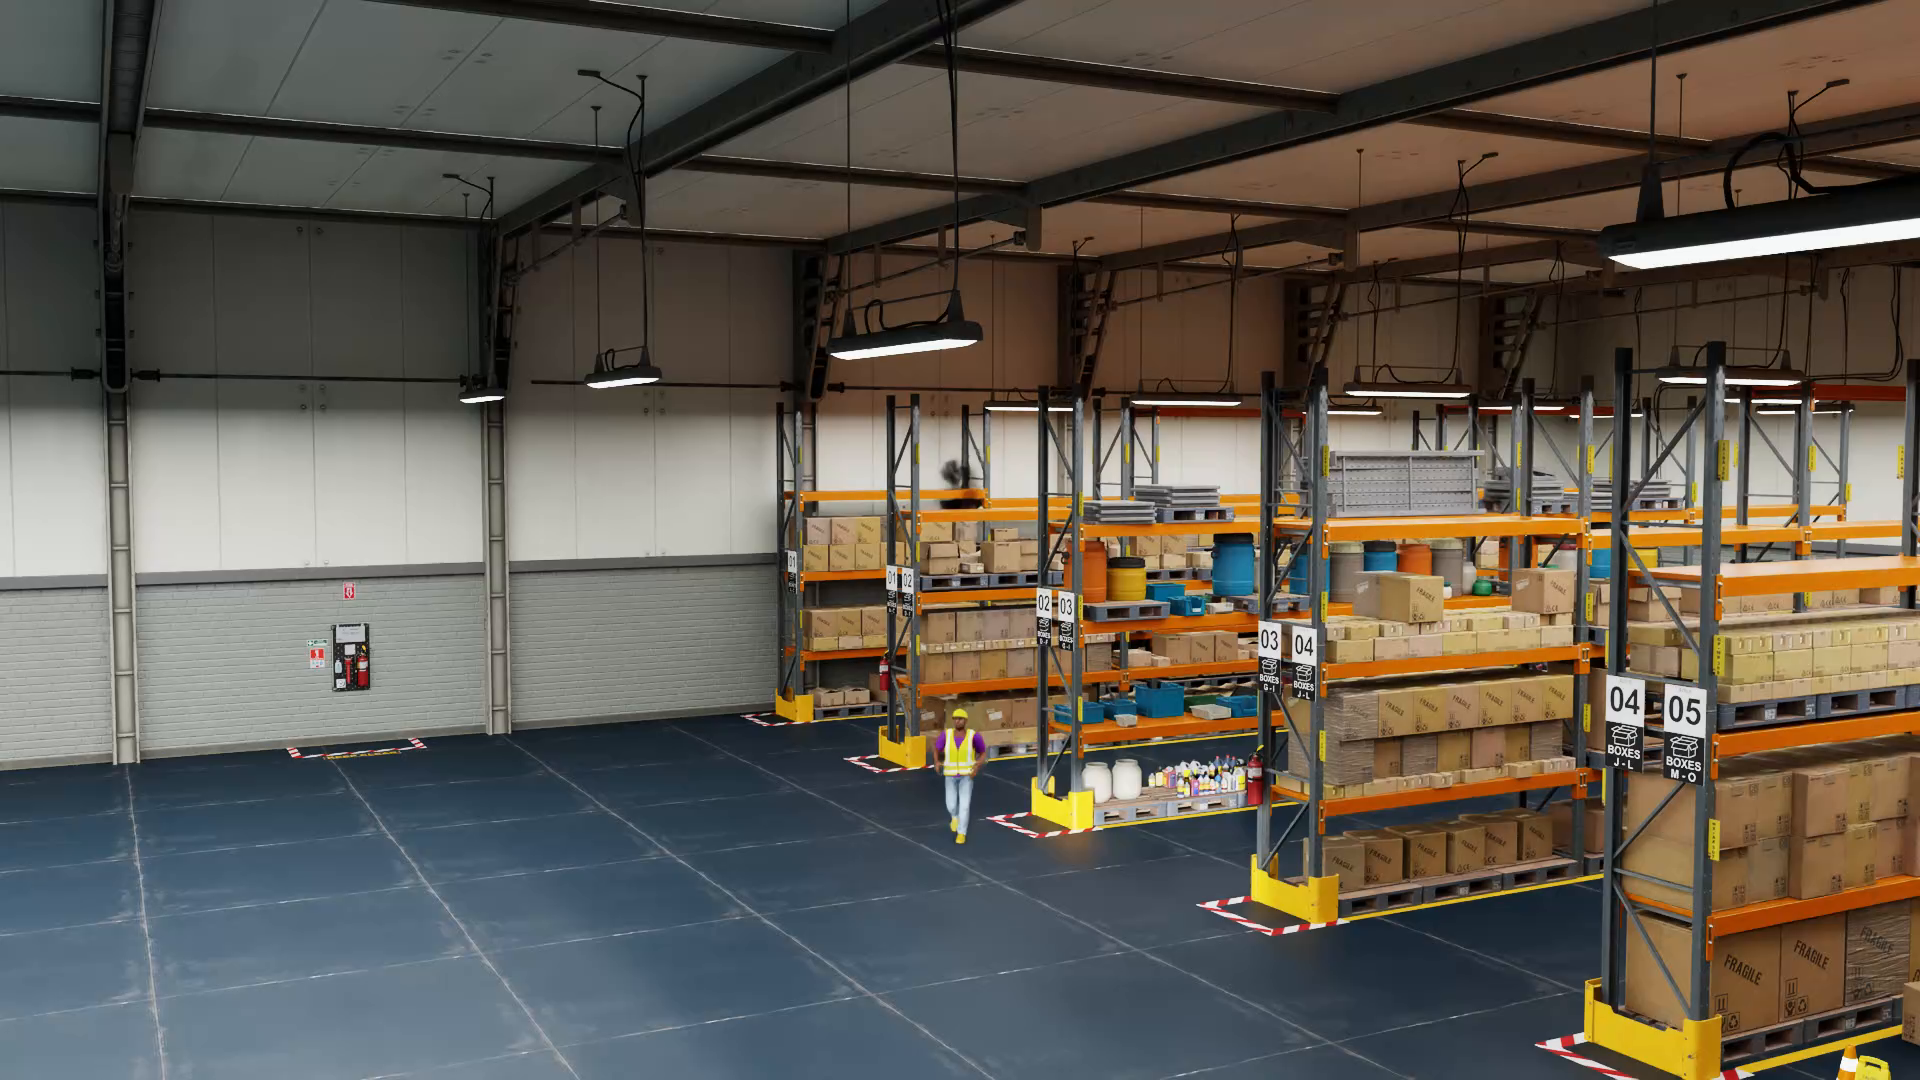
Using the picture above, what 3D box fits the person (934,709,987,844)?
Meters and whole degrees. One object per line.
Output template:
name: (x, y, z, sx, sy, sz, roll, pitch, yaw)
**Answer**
person: (-0.007, 3.077, 21.824, 0.713, 1.730, 0.579, 0, 3, 8)
